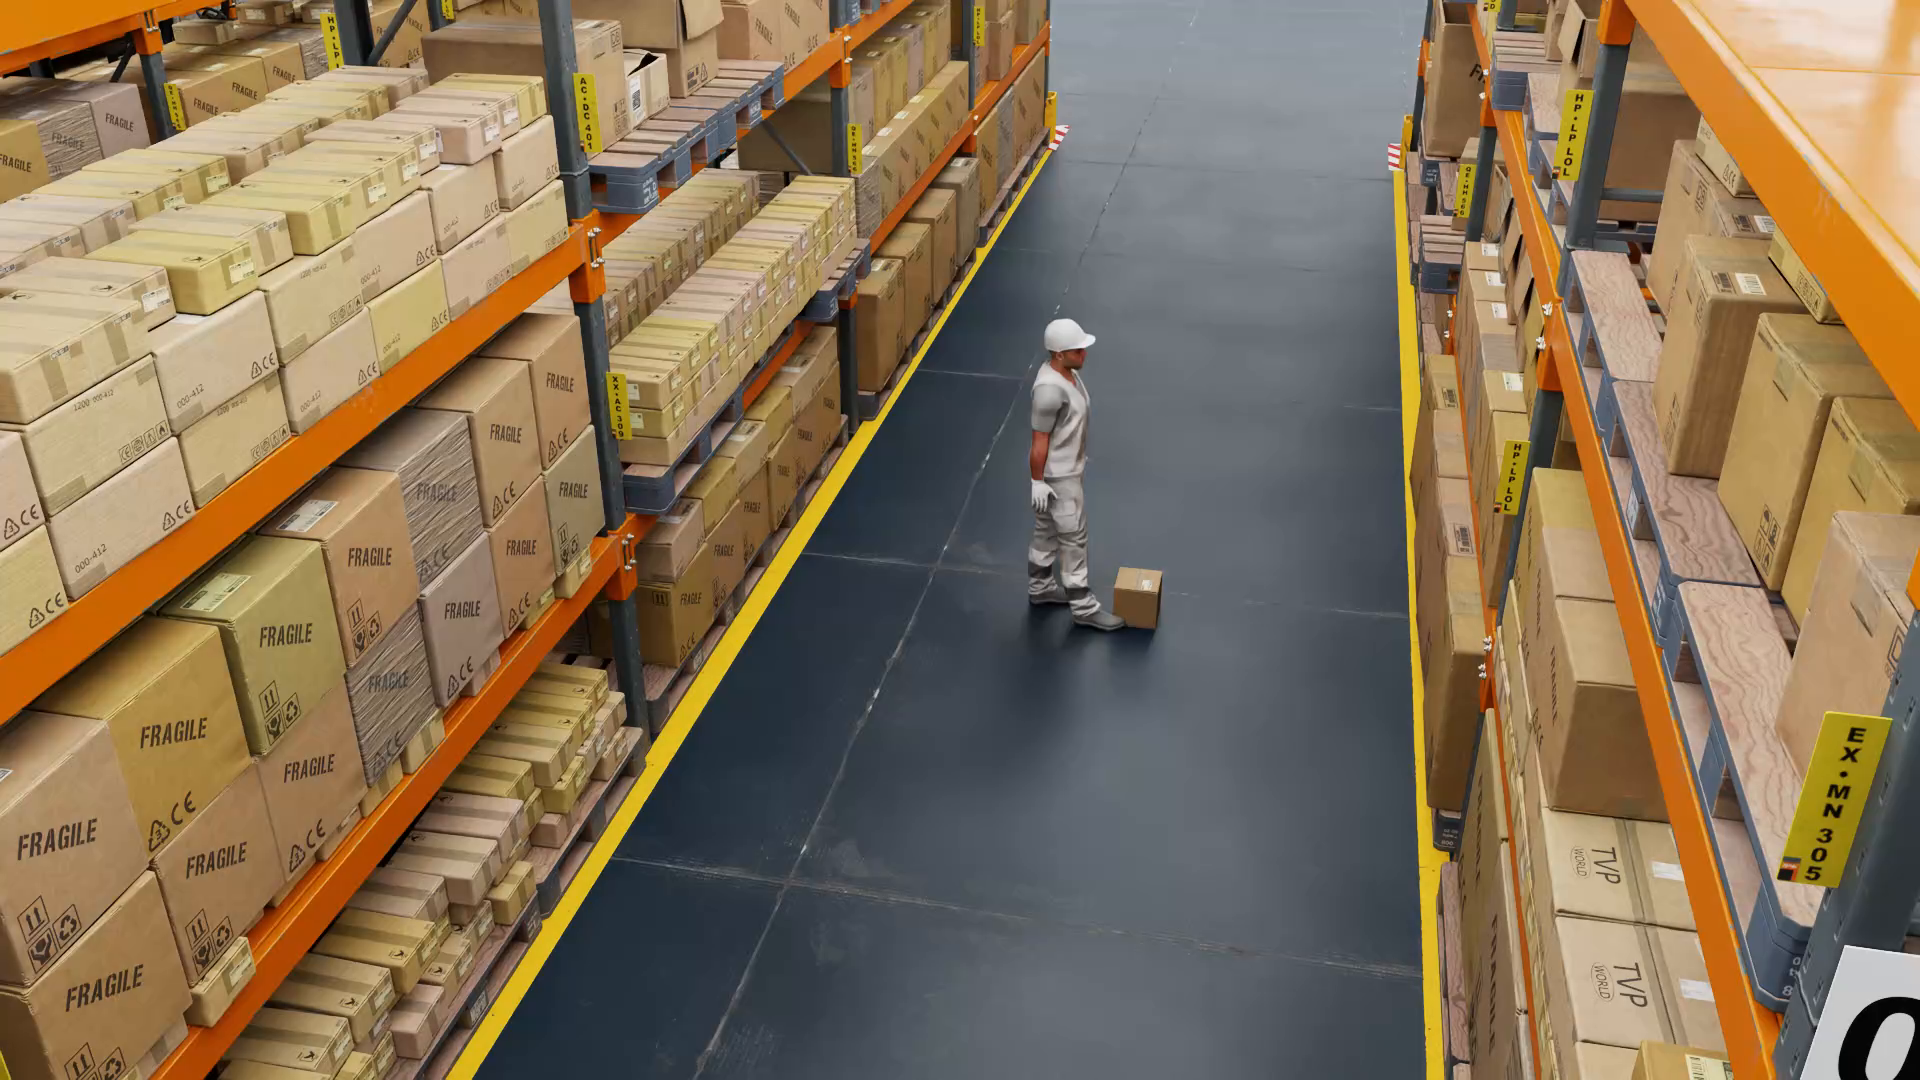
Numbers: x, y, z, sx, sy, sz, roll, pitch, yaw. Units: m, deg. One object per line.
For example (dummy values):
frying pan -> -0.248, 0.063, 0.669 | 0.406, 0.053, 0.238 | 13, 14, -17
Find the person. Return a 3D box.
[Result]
person -> 0.681, -0.398, 9.312 | 0.584, 1.787, 0.574 | 3, 29, 6
